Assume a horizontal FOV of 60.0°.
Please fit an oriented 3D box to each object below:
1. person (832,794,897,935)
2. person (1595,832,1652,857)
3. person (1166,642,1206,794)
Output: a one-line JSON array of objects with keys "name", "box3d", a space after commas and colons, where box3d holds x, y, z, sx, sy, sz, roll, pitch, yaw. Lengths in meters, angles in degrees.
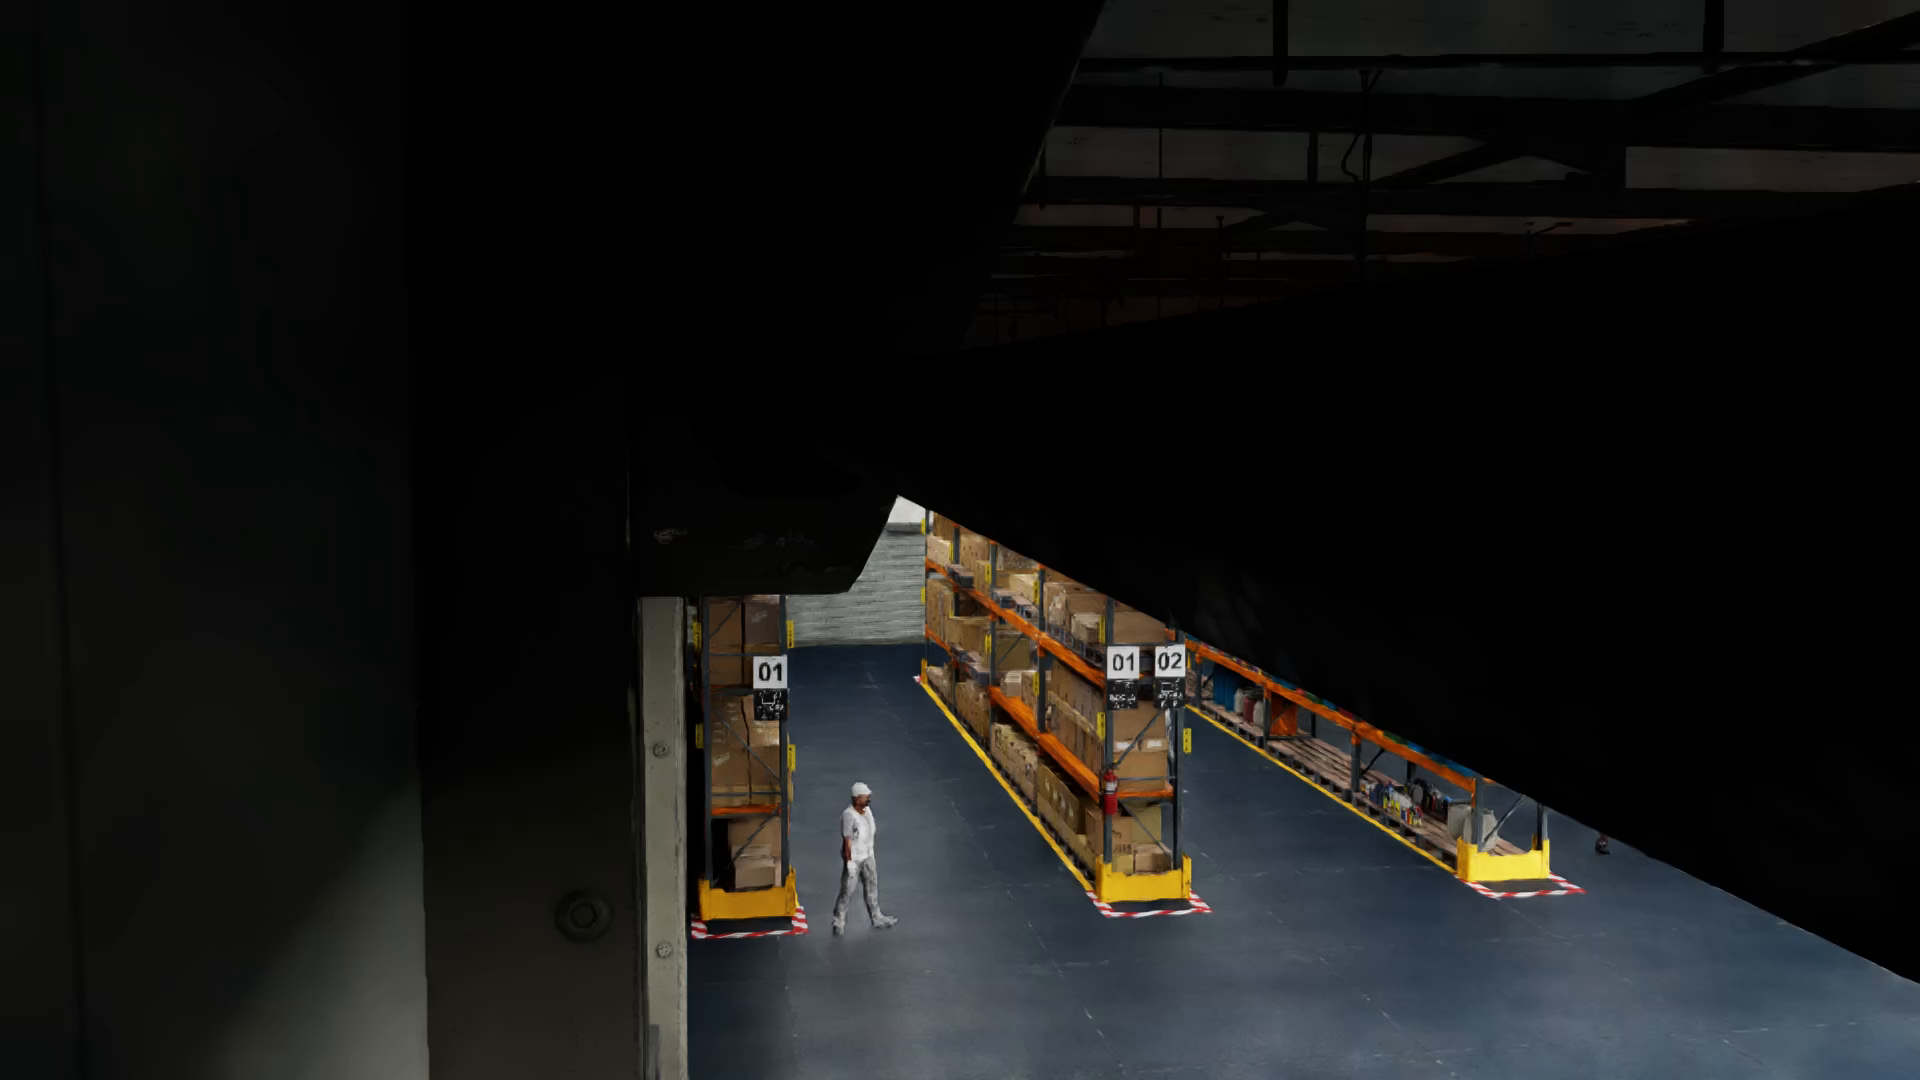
[{"name": "person", "box3d": [12.201, 2.330, 25.176, 18.348, 3.536, 23.764, 3, 6, 29]}, {"name": "person", "box3d": [9.174, 3.496, 22.718, 0.631, 1.658, 0.832, -3, 6, -27]}, {"name": "person", "box3d": [3.985, 2.923, 29.520, 4.911, 1.602, 5.806, -2, 6, -26]}]
